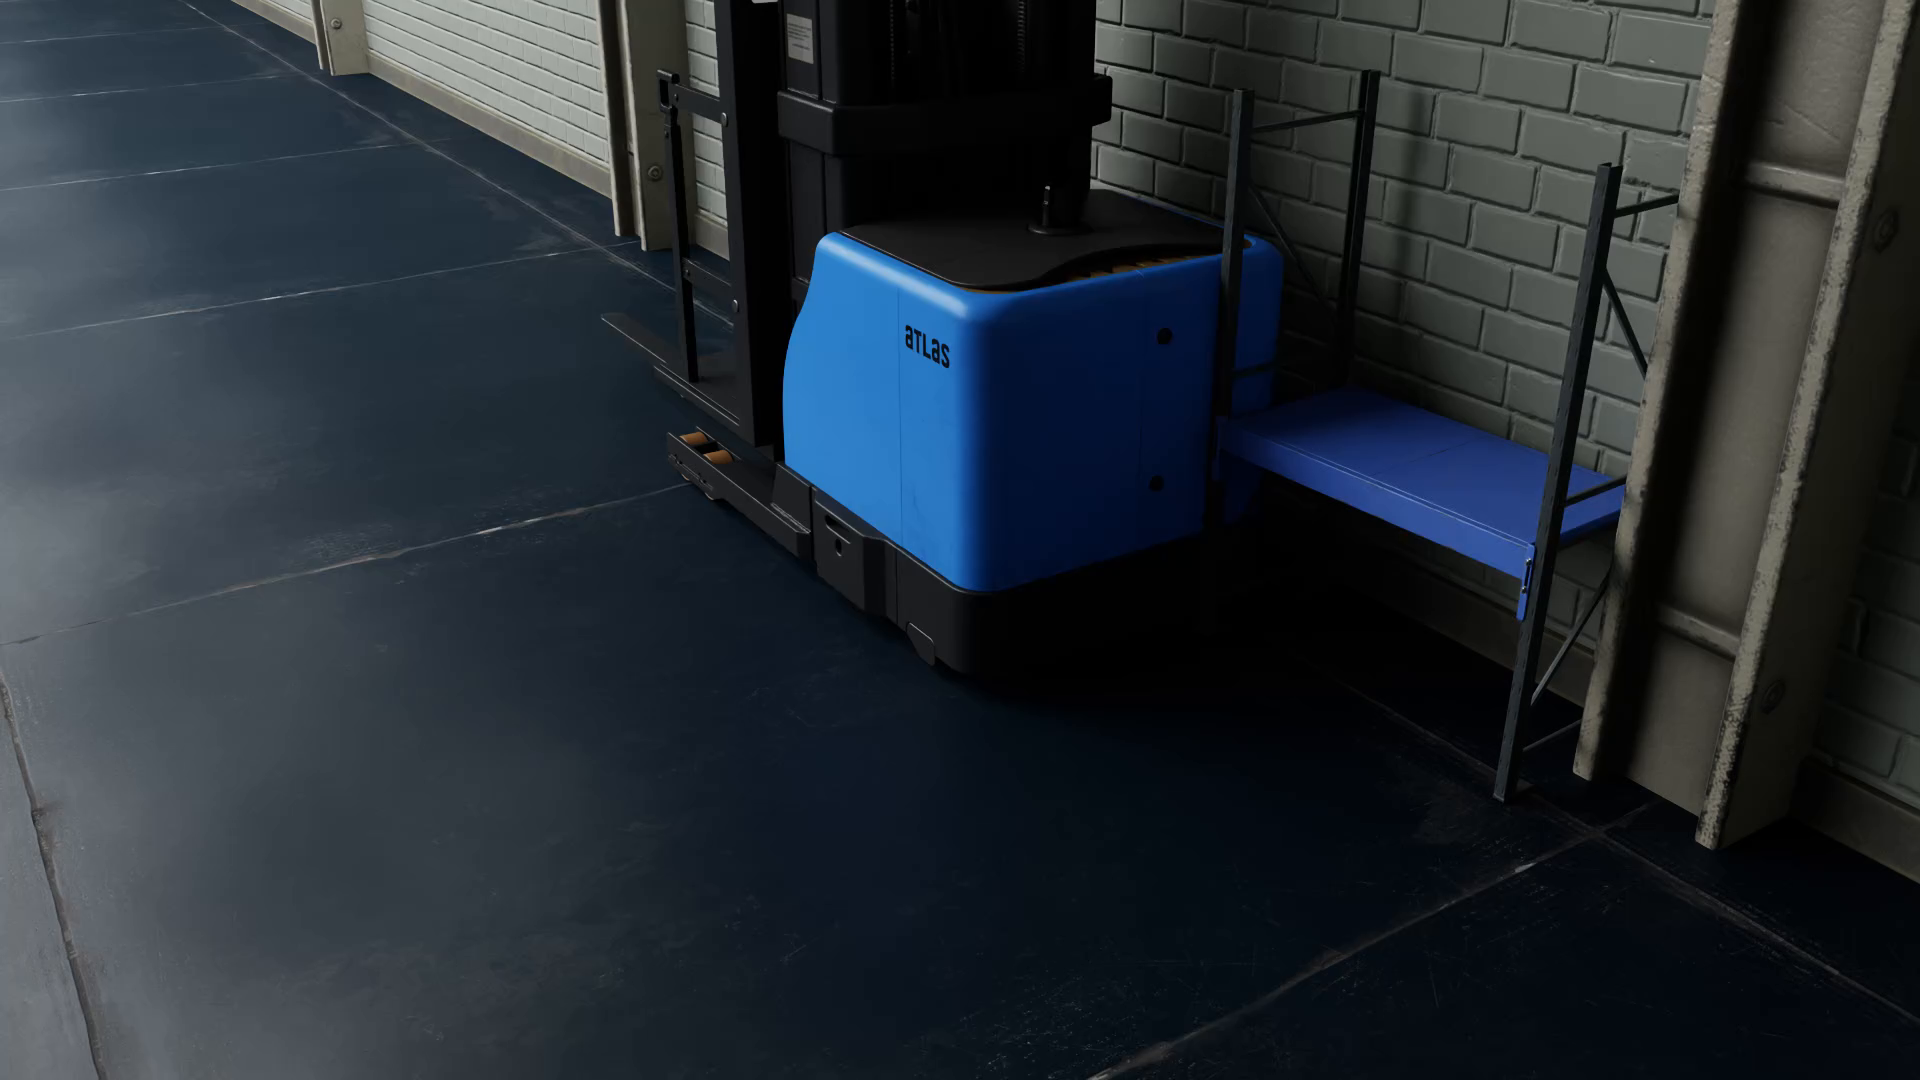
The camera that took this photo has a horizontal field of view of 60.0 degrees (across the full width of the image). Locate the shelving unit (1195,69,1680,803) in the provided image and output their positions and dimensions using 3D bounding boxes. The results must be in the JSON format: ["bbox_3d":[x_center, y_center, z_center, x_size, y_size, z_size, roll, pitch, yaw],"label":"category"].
[{"bbox_3d":[1.176,-0.301,4.119,0.538,1.500,1.048,-17,30,-32],"label":"shelving unit"}]

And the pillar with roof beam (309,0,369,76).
[{"bbox_3d":[-8.430,-6.760,9.029,9.100,9.000,0.400,-16,29,-30],"label":"pillar with roof beam"}]

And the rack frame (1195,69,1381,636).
[{"bbox_3d":[0.875,-0.476,4.490,0.500,1.500,0.032,-17,30,-32],"label":"rack frame"}]

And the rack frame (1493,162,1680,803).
[{"bbox_3d":[1.476,-0.125,3.749,0.500,1.500,0.032,-17,30,-32],"label":"rack frame"}]

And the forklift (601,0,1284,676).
[{"bbox_3d":[-0.338,-1.552,5.105,1.130,2.935,3.031,-15,29,-29],"label":"forklift"}]

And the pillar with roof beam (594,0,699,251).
[{"bbox_3d":[-5.155,-4.614,4.483,9.100,9.000,0.400,-16,29,-30],"label":"pillar with roof beam"}]

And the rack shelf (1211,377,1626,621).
[{"bbox_3d":[1.176,-0.138,4.196,0.538,0.185,1.000,-17,30,-32],"label":"rack shelf"}]
